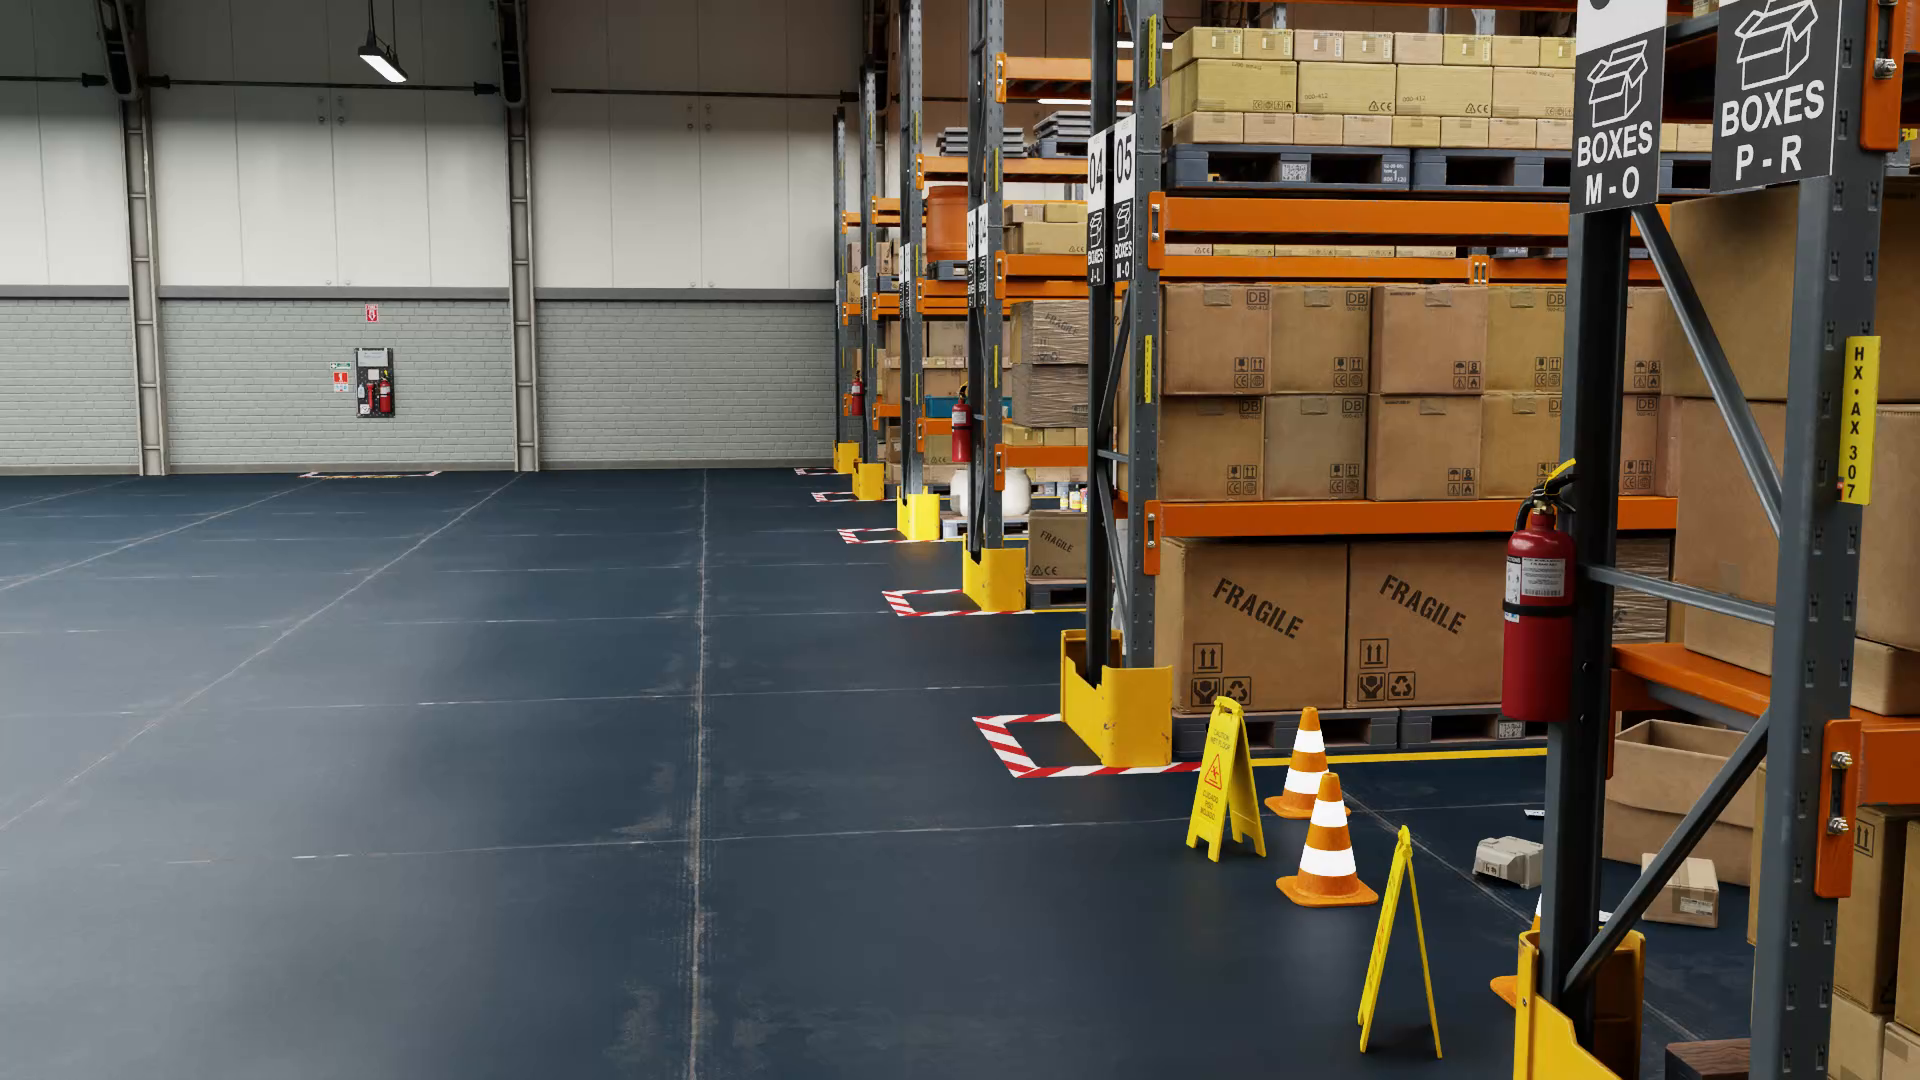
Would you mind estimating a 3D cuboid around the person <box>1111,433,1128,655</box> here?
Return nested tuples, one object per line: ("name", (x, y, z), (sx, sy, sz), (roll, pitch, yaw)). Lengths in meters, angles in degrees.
("person", (1.181, -0.066, 11.378), (0.352, 1.673, 0.511), (-1, 7, -11))
